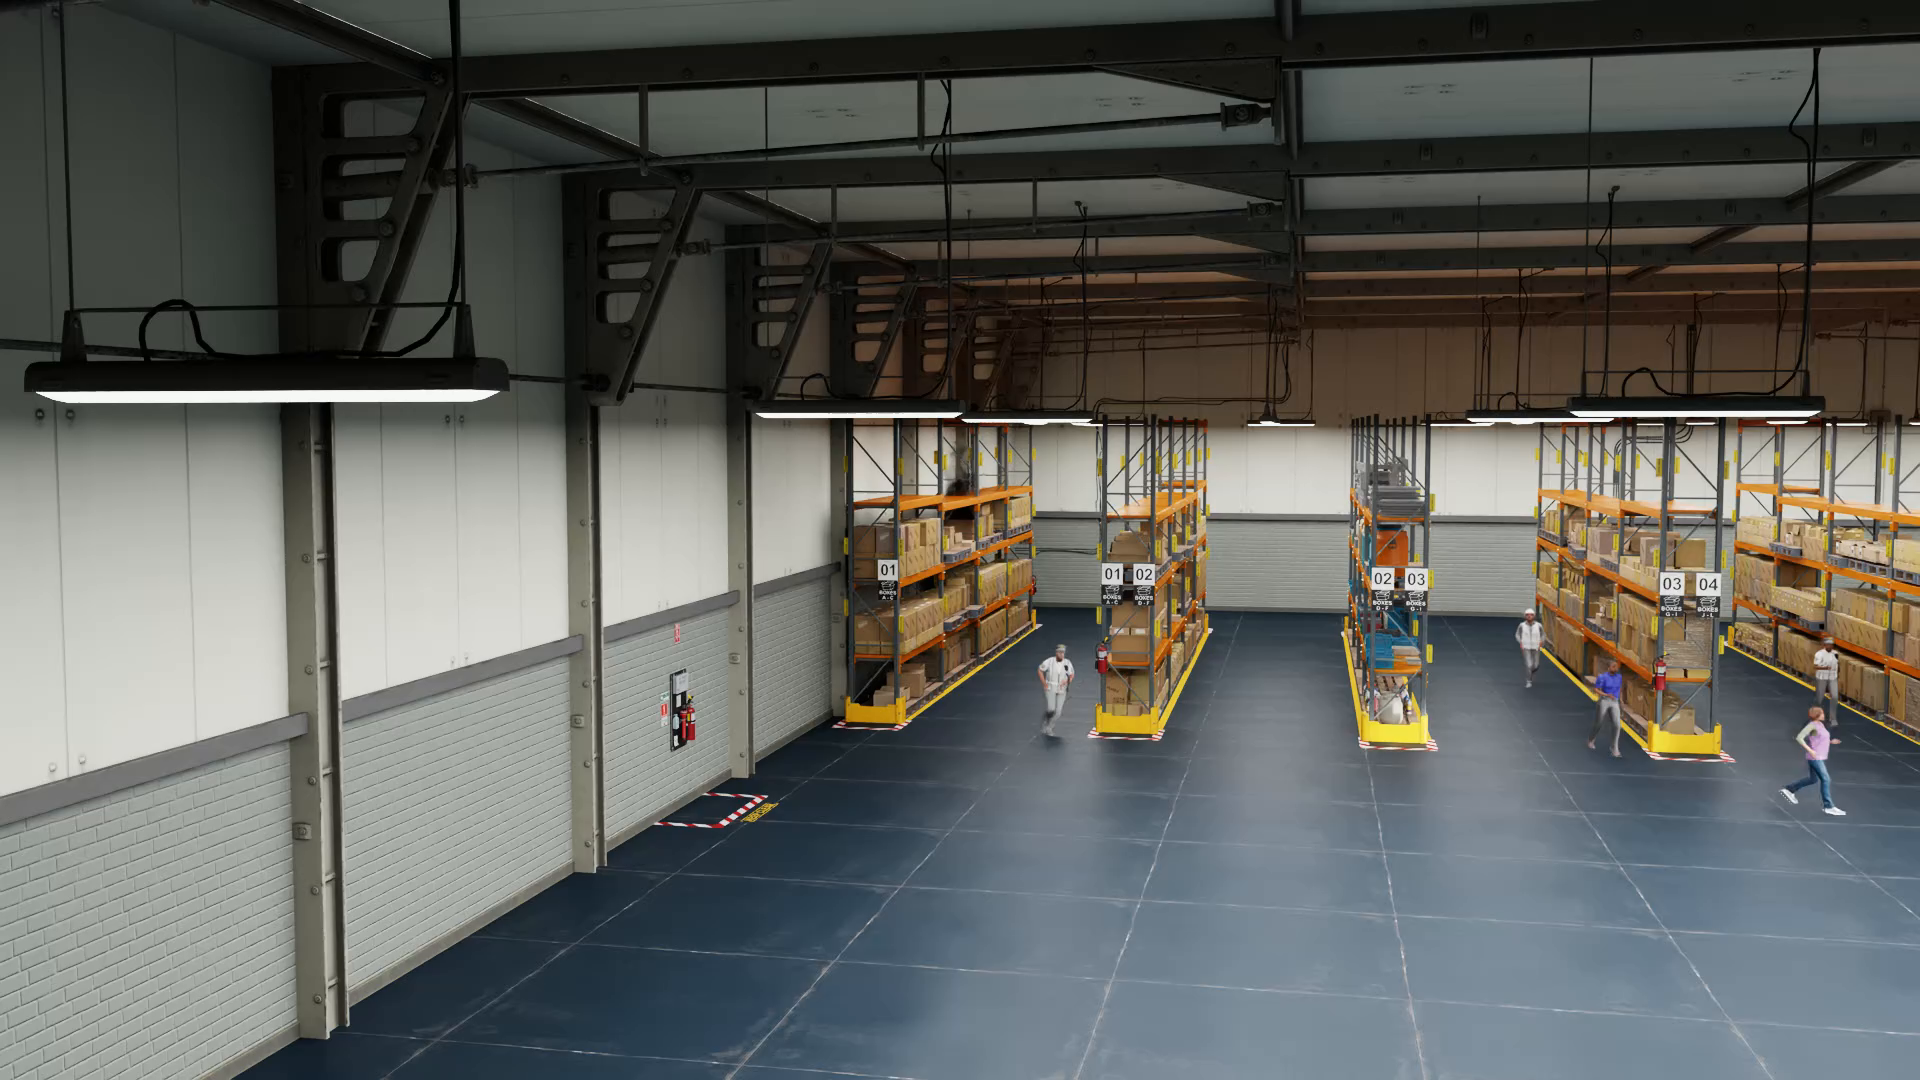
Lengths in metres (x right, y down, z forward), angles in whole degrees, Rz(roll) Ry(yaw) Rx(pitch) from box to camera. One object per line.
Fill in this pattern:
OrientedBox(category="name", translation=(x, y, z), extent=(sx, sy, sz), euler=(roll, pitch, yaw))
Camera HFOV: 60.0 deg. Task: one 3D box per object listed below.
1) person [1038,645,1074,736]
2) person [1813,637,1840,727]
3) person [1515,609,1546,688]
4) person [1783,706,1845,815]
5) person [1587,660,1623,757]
OrientedBox(category="person", translation=(1.815, 2.798, 31.045), extent=(0.667, 1.717, 0.578), euler=(-1, 4, -11))
OrientedBox(category="person", translation=(16.829, 2.732, 32.309), extent=(0.519, 1.736, 0.828), euler=(1, 4, 10))
OrientedBox(category="person", translation=(12.691, 2.400, 37.003), extent=(0.660, 1.746, 0.578), euler=(1, 4, 14))
OrientedBox(category="person", translation=(12.730, 3.259, 24.769), extent=(0.889, 1.580, 0.540), euler=(3, 5, 40))
OrientedBox(category="person", translation=(11.465, 2.954, 29.381), extent=(0.609, 1.706, 0.758), euler=(0, 4, -3))
